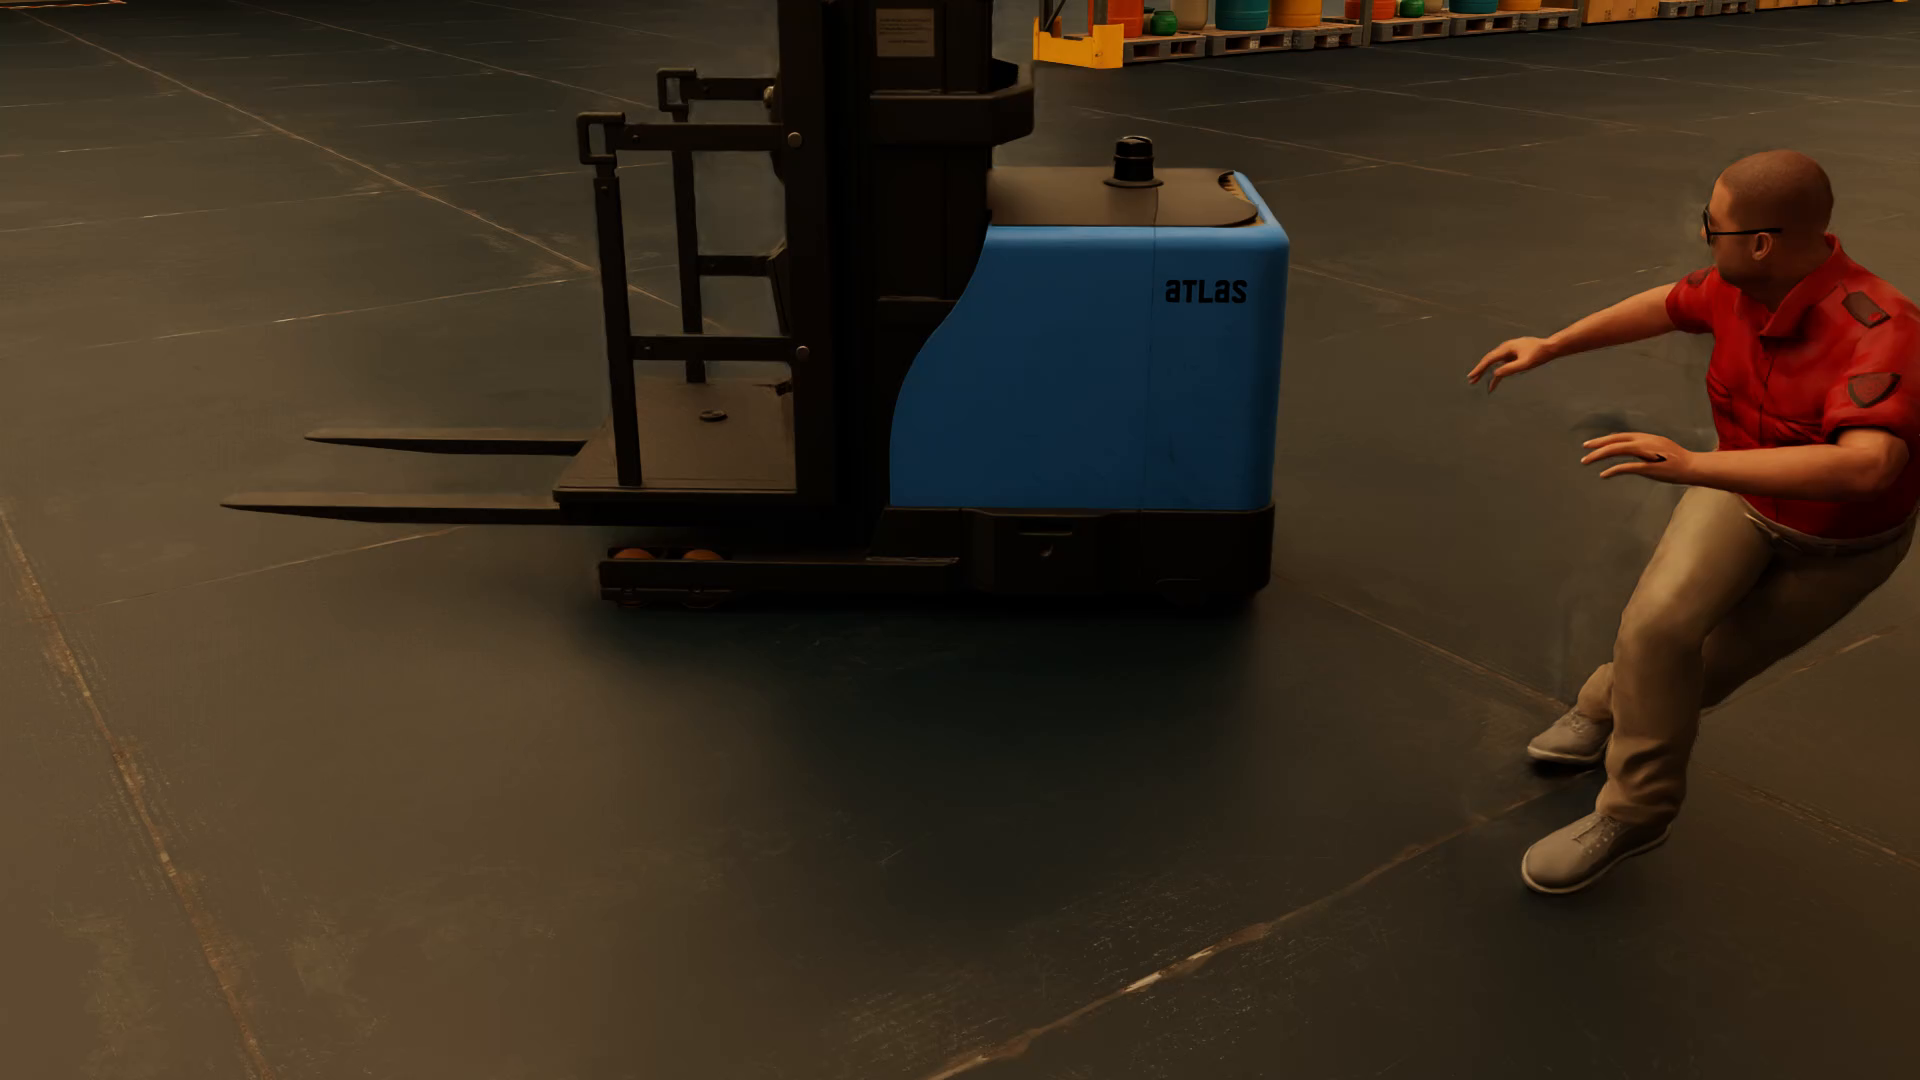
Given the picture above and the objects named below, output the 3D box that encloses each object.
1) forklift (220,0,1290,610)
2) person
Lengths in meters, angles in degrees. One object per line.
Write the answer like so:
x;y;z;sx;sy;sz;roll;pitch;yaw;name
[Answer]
-0.626;-1.360;4.616;3.031;2.935;1.130;1;22;2;forklift
1.361;-0.030;3.249;0.957;1.486;0.997;-15;27;-33;person
